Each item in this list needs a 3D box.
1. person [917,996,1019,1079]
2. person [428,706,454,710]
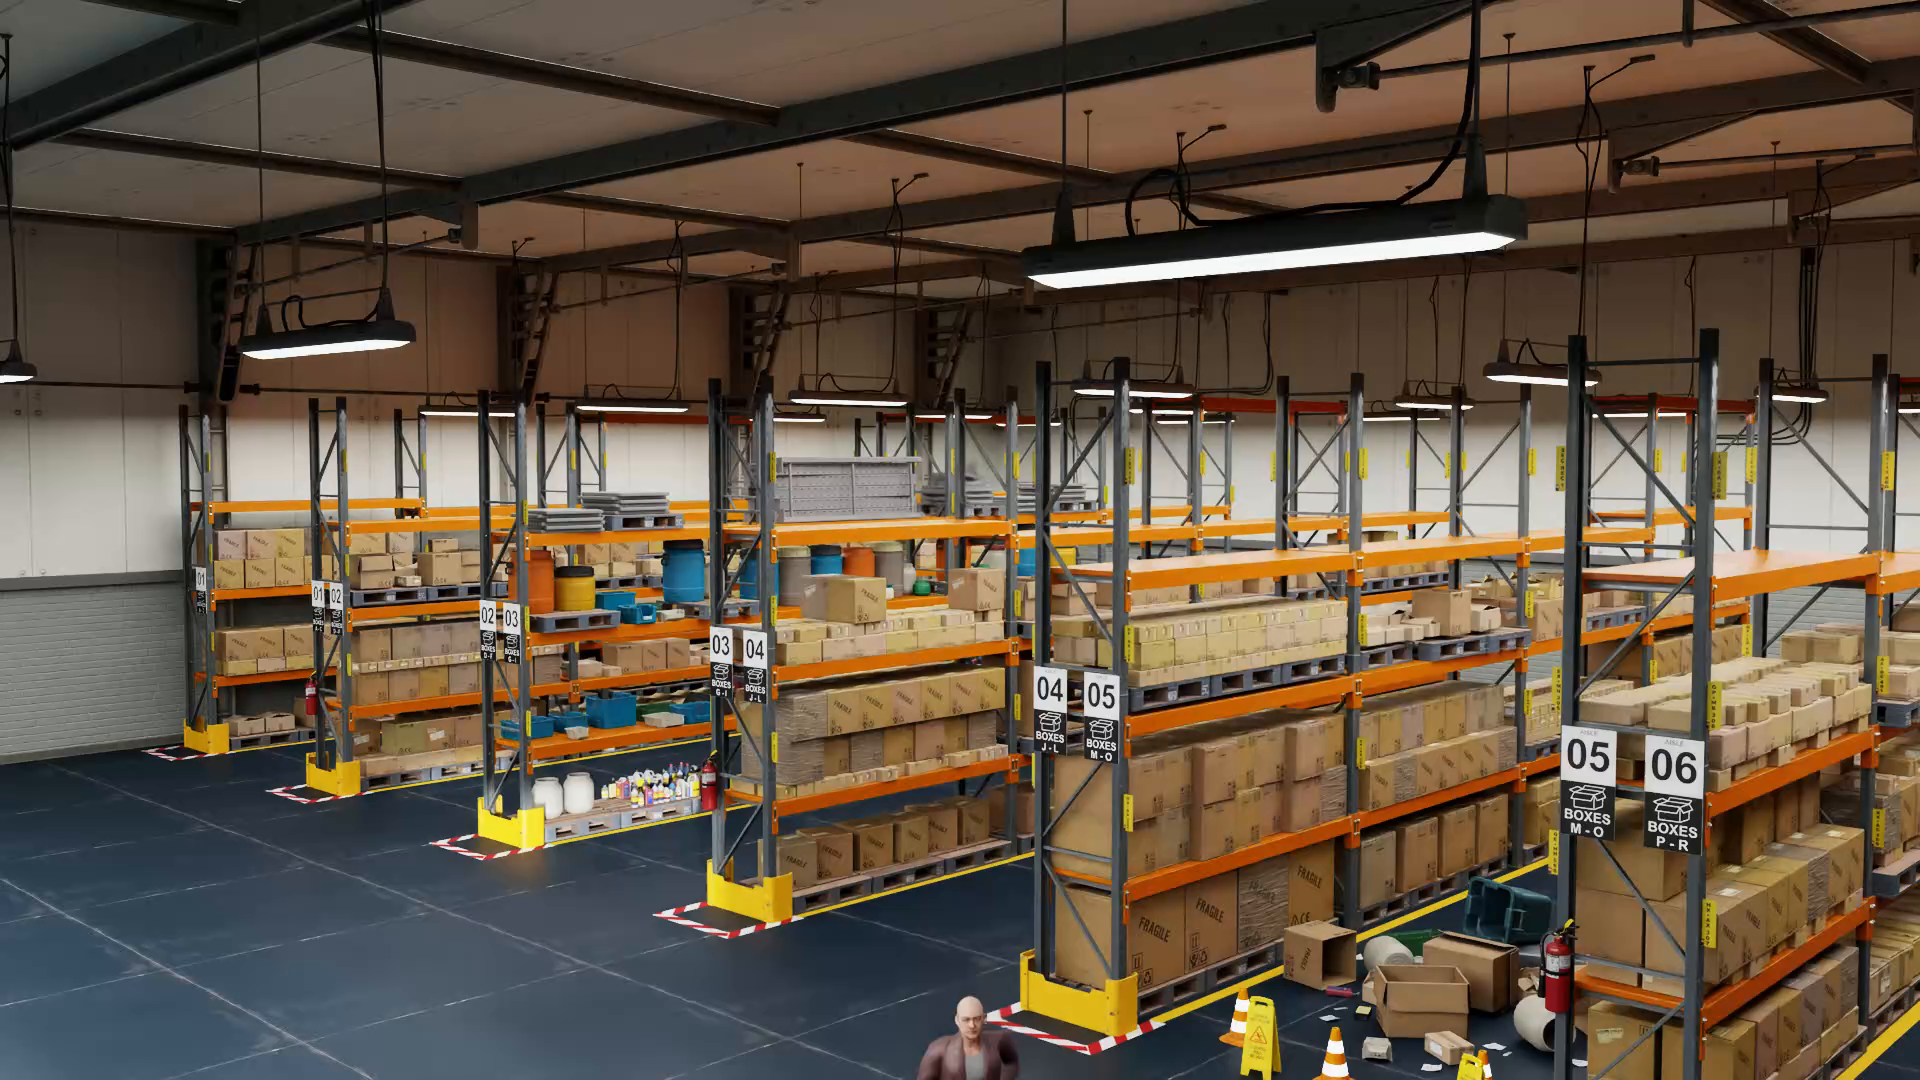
[{"bbox_3d":[0.053,3.717,10.454,0.689,1.772,1.035,0,3,-7],"label":"person"},{"bbox_3d":[-8.992,2.817,28.935,0.711,1.715,0.771,2,3,30],"label":"person"}]
